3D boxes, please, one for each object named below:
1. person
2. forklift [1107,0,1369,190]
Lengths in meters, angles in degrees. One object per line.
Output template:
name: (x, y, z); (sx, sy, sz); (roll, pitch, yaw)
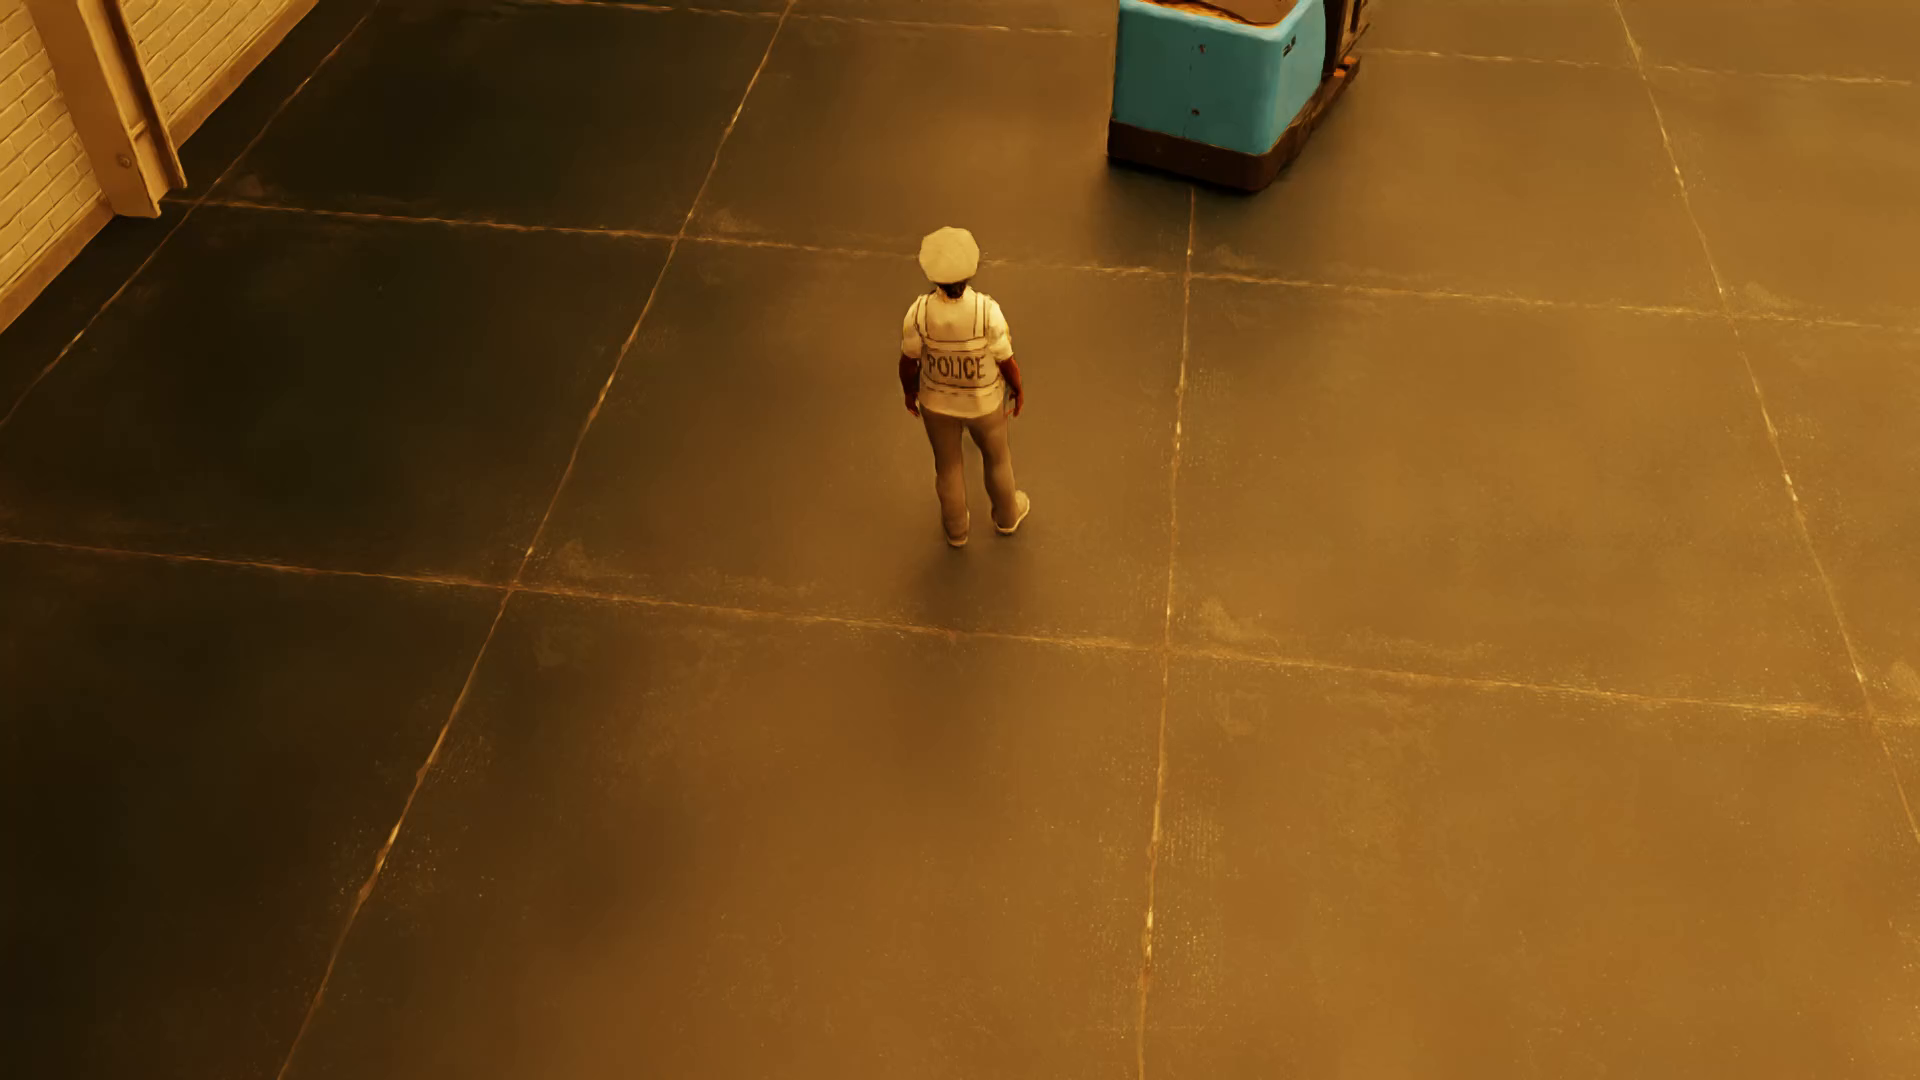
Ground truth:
person: (0.029, -0.677, 7.366); (0.570, 1.693, 0.529); (5, 43, 6)
forklift: (2.053, -4.194, 10.290); (1.130, 2.935, 3.031); (19, 46, 20)
